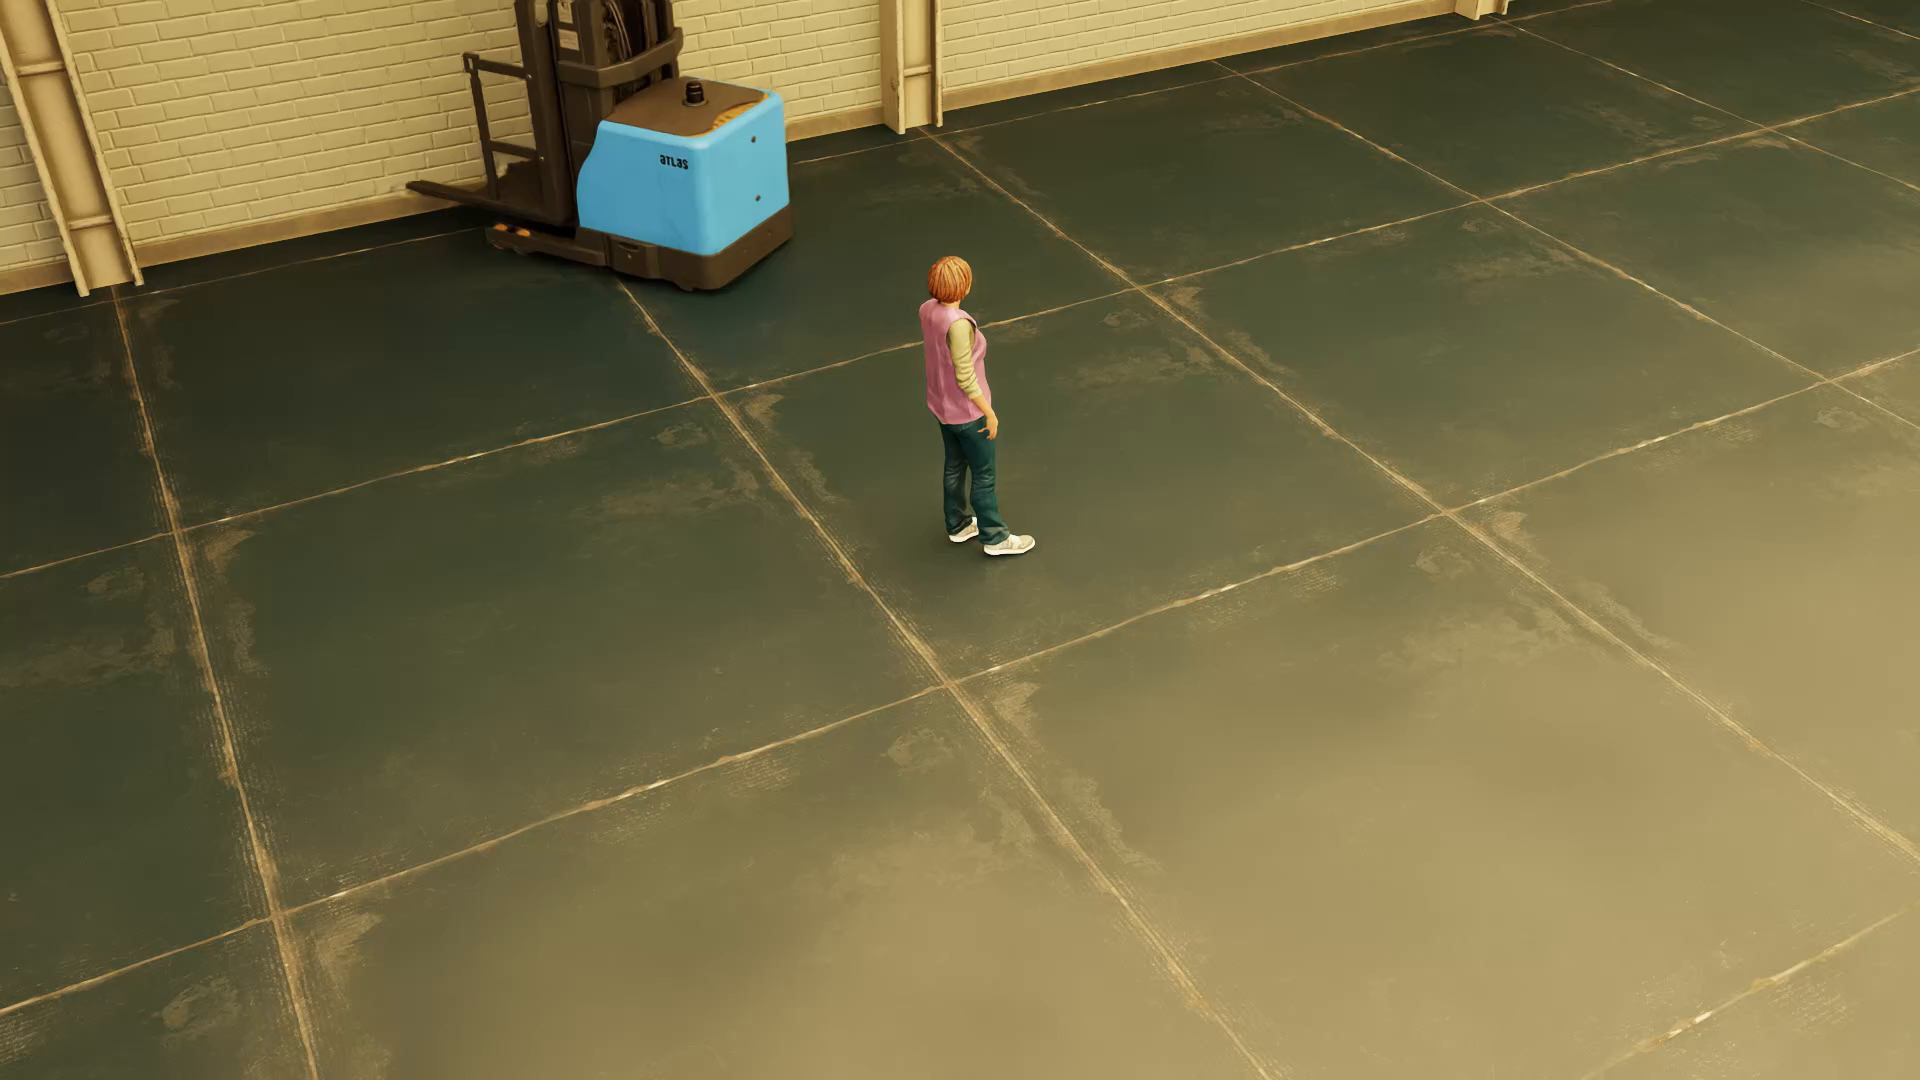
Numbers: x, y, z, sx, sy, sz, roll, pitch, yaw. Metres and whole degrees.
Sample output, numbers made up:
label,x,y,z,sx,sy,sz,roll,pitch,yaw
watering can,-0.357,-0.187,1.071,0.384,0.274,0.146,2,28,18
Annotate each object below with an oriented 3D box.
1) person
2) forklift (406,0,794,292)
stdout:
label,x,y,z,sx,sy,sz,roll,pitch,yaw
person,0.072,-0.671,8.215,0.476,1.597,0.520,-17,39,-23
forklift,-2.703,-3.415,10.954,3.031,2.935,1.130,16,38,22
